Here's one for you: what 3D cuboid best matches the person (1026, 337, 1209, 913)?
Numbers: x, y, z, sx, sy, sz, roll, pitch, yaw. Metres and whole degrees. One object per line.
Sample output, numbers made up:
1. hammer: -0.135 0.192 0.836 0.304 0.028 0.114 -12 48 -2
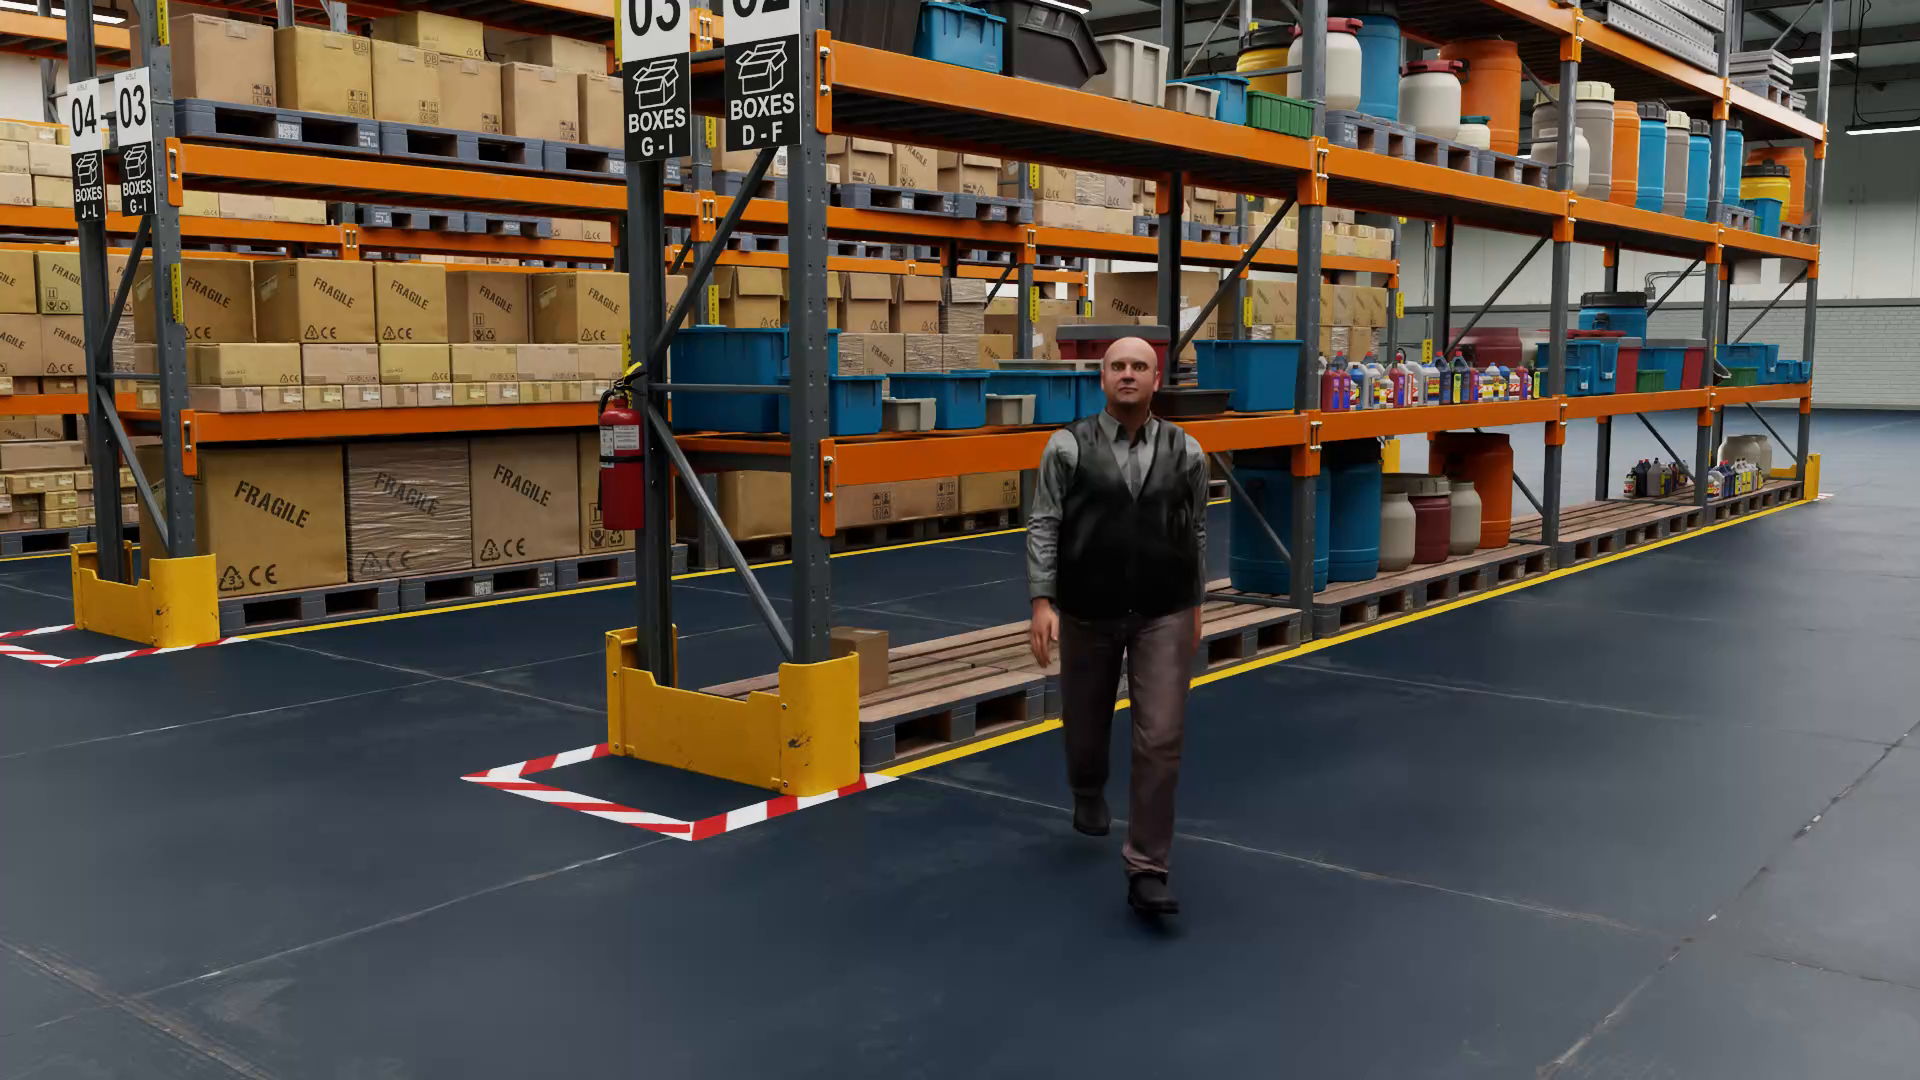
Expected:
1. person: 0.482 0.227 5.096 0.561 1.686 0.963 0 7 2
